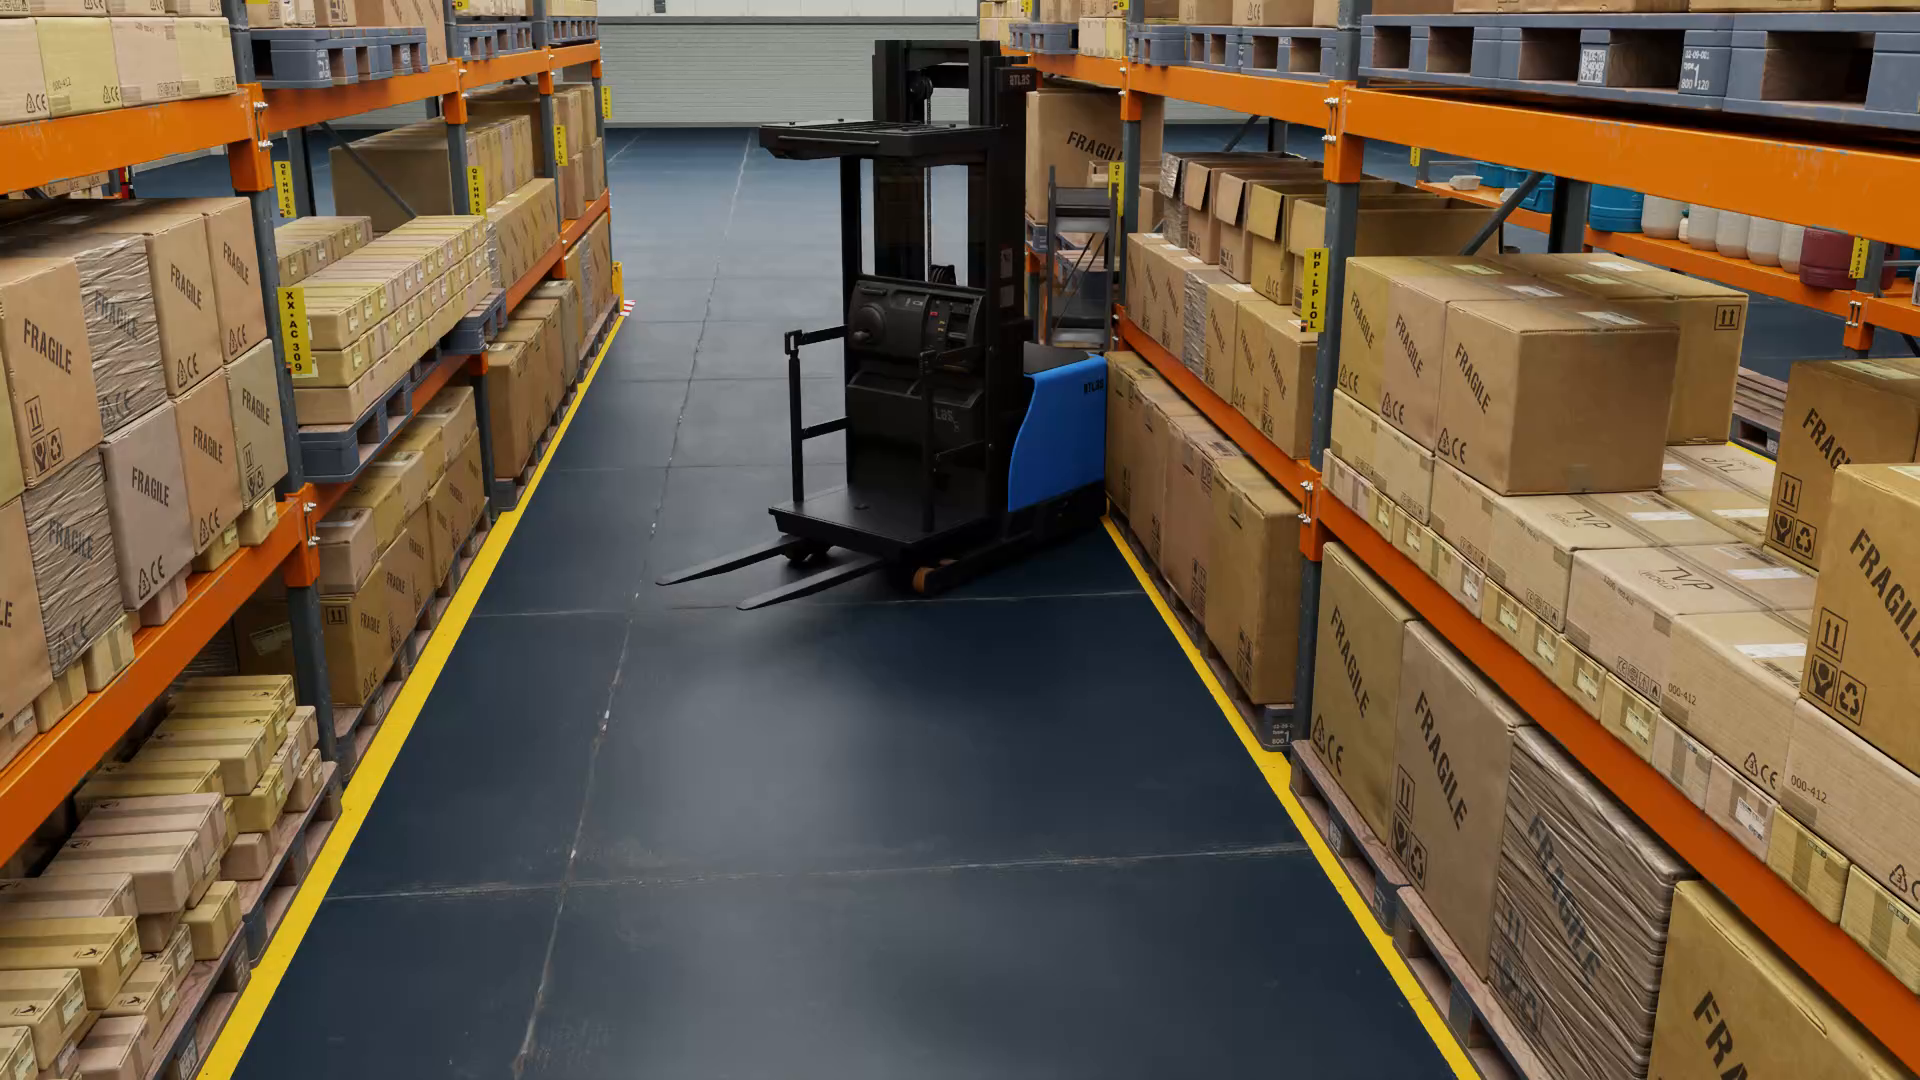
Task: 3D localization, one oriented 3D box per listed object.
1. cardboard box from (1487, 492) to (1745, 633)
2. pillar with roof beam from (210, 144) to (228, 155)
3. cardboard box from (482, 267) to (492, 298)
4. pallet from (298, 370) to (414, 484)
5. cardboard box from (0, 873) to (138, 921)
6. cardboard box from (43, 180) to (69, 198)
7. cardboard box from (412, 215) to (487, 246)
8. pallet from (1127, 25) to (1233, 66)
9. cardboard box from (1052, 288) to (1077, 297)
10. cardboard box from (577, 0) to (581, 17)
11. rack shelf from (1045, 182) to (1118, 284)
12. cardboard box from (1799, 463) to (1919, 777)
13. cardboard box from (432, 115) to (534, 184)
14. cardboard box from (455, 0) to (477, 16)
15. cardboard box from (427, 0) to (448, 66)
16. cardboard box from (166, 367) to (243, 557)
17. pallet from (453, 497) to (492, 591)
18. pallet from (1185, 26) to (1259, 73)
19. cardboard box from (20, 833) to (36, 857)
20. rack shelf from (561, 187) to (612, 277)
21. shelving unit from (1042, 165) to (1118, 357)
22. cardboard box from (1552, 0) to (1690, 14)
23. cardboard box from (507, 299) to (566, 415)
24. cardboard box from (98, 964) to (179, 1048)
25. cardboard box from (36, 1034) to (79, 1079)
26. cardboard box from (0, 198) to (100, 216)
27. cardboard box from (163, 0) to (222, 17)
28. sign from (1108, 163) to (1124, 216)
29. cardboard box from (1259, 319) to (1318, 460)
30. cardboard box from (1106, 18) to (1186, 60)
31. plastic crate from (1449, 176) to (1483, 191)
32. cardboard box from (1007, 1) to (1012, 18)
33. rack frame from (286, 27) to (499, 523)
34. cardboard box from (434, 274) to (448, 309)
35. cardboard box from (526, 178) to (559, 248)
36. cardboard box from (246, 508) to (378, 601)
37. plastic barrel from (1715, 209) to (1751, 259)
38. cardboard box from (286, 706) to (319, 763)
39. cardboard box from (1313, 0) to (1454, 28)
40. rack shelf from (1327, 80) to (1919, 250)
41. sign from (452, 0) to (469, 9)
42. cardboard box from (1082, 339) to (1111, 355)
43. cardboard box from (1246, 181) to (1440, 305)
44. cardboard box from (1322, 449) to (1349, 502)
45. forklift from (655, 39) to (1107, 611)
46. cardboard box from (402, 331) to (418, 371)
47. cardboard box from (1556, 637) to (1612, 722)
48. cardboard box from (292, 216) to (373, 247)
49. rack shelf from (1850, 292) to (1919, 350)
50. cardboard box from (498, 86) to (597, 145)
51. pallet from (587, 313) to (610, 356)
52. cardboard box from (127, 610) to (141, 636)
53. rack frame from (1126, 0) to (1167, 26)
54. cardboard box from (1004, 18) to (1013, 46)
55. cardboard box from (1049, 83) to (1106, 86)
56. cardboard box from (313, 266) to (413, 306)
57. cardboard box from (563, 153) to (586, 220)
[{"bbox_3d":[1.853,0.055,4.748,0.500,0.250,0.500,-2,18,-6],"label":"cardboard box"},{"bbox_3d":[-13.133,-13.497,38.146,9.100,9.000,0.400,-2,18,-6],"label":"pillar with roof beam"},{"bbox_3d":[-2.931,-1.489,9.630,0.380,0.149,0.250,-1,17,-5],"label":"cardboard box"},{"bbox_3d":[-2.961,-0.490,7.050,1.003,0.211,1.213,-2,18,-6],"label":"pallet"},{"bbox_3d":[-2.607,1.088,4.768,0.380,0.149,0.250,-2,18,-6],"label":"cardboard box"},{"bbox_3d":[-8.752,-3.479,15.589,0.500,0.500,0.500,-2,18,-6],"label":"cardboard box"},{"bbox_3d":[-2.933,-1.774,9.544,0.380,0.149,0.250,-2,18,-8],"label":"cardboard box"},{"bbox_3d":[1.624,-2.815,9.443,1.213,0.211,1.003,-1,17,-3],"label":"pallet"},{"bbox_3d":[1.091,-1.984,14.961,0.500,0.500,0.500,-2,18,-7],"label":"cardboard box"},{"bbox_3d":[-3.736,-4.941,15.451,0.380,0.149,0.250,-2,17,-5],"label":"cardboard box"},{"bbox_3d":[0.752,-1.919,10.370,0.431,0.518,0.480,1,24,2],"label":"rack shelf"},{"bbox_3d":[2.018,0.154,3.180,0.500,0.500,0.500,-2,17,-5],"label":"cardboard box"},{"bbox_3d":[-3.795,-3.110,13.239,0.700,0.500,0.500,-2,18,-7],"label":"cardboard box"},{"bbox_3d":[-3.295,-3.400,10.273,0.500,0.311,0.500,-2,18,-6],"label":"cardboard box"},{"bbox_3d":[-3.128,-2.858,9.097,0.500,0.500,0.500,-2,18,-6],"label":"cardboard box"},{"bbox_3d":[-2.643,-0.249,5.298,0.500,0.500,0.500,-2,18,-7],"label":"cardboard box"},{"bbox_3d":[-3.360,0.022,9.754,1.003,0.211,1.213,-2,18,-6],"label":"pallet"},{"bbox_3d":[1.742,-2.482,8.382,1.003,0.211,1.213,-1,17,-3],"label":"pallet"},{"bbox_3d":[-3.158,0.949,5.212,0.380,0.149,0.250,-1,17,-4],"label":"cardboard box"},{"bbox_3d":[-4.058,-2.985,15.880,1.077,0.370,4.000,-2,18,-6],"label":"rack shelf"},{"bbox_3d":[0.744,-1.293,10.651,0.431,2.100,0.503,1,24,2],"label":"shelving unit"},{"bbox_3d":[2.021,-1.648,4.374,0.700,0.500,0.500,-1,17,-3],"label":"cardboard box"},{"bbox_3d":[-3.603,-1.390,12.652,1.050,0.750,0.750,-2,18,-6],"label":"cardboard box"},{"bbox_3d":[-2.523,1.376,4.846,0.380,0.149,0.250,-2,18,-6],"label":"cardboard box"},{"bbox_3d":[-2.539,1.387,4.314,0.380,0.149,0.250,-3,18,-8],"label":"cardboard box"},{"bbox_3d":[-3.223,-0.874,5.620,0.500,0.500,0.500,-1,17,-4],"label":"cardboard box"},{"bbox_3d":[-2.726,-1.818,5.367,0.500,0.250,0.500,-3,18,-8],"label":"cardboard box"},{"bbox_3d":[0.966,-2.159,10.246,0.100,0.325,0.005,-2,18,-6],"label":"sign"},{"bbox_3d":[1.597,-0.651,7.076,0.500,0.500,0.500,-2,18,-5],"label":"cardboard box"},{"bbox_3d":[1.212,-3.158,10.470,0.500,0.250,0.500,-2,18,-6],"label":"cardboard box"},{"bbox_3d":[5.378,-3.798,17.708,0.298,0.136,0.250,-2,18,-6],"label":"plastic crate"},{"bbox_3d":[0.630,-4.886,15.310,0.380,0.149,0.250,-1,17,-3],"label":"cardboard box"},{"bbox_3d":[-3.439,-1.541,10.078,1.000,3.000,0.127,-2,18,-6],"label":"rack frame"},{"bbox_3d":[-2.800,-1.246,8.360,0.380,0.149,0.250,-1,17,-4],"label":"cardboard box"},{"bbox_3d":[-3.532,-2.633,13.390,0.500,0.500,0.500,-2,18,-6],"label":"cardboard box"},{"bbox_3d":[-2.840,0.057,7.208,0.500,0.250,0.500,-3,18,-8],"label":"cardboard box"},{"bbox_3d":[6.019,-2.434,12.697,0.433,0.535,0.433,0,17,0],"label":"plastic barrel"},{"bbox_3d":[-2.678,0.753,6.334,0.380,0.149,0.250,-1,17,-5],"label":"cardboard box"},{"bbox_3d":[1.847,-2.324,6.696,0.700,0.500,0.500,-1,17,-4],"label":"cardboard box"},{"bbox_3d":[2.123,-0.964,4.435,1.077,0.370,4.000,-2,18,-6],"label":"rack shelf"},{"bbox_3d":[-2.899,-3.235,9.603,0.100,0.325,0.005,-2,18,-6],"label":"sign"},{"bbox_3d":[1.280,-1.214,12.475,0.700,0.500,0.500,0,17,-1],"label":"cardboard box"},{"bbox_3d":[1.784,-1.394,7.767,0.797,0.503,0.637,-2,17,-5],"label":"cardboard box"},{"bbox_3d":[1.617,-0.254,6.398,0.380,0.149,0.250,-2,18,-6],"label":"cardboard box"},{"bbox_3d":[-0.393,-1.253,9.273,1.130,2.935,3.031,14,22,37],"label":"forklift"},{"bbox_3d":[-2.718,-0.869,7.656,0.380,0.149,0.250,-3,18,-8],"label":"cardboard box"},{"bbox_3d":[1.831,0.362,4.437,0.380,0.149,0.250,-2,18,-5],"label":"cardboard box"},{"bbox_3d":[-3.584,-1.760,9.502,0.380,0.149,0.250,-2,18,-6],"label":"cardboard box"},{"bbox_3d":[6.637,-0.878,9.167,1.077,0.370,4.000,-2,18,-6],"label":"rack shelf"},{"bbox_3d":[-4.116,-4.239,16.617,0.875,0.550,0.550,-2,18,-6],"label":"cardboard box"},{"bbox_3d":[-3.982,-1.996,16.181,1.003,0.211,1.213,-2,18,-6],"label":"pallet"},{"bbox_3d":[-2.628,0.238,4.830,0.380,0.149,0.250,-2,18,-6],"label":"cardboard box"},{"bbox_3d":[1.505,-4.526,9.572,1.000,3.000,0.127,-2,18,-6],"label":"rack frame"},{"bbox_3d":[0.684,-4.651,15.226,0.500,0.250,0.500,-2,18,-6],"label":"cardboard box"},{"bbox_3d":[1.132,-4.111,15.931,0.500,0.500,0.500,-2,18,-6],"label":"cardboard box"},{"bbox_3d":[-2.719,-1.155,7.574,0.380,0.149,0.250,-2,18,-6],"label":"cardboard box"},{"bbox_3d":[-3.920,-3.242,15.244,0.875,0.550,0.550,-2,18,-6],"label":"cardboard box"}]
